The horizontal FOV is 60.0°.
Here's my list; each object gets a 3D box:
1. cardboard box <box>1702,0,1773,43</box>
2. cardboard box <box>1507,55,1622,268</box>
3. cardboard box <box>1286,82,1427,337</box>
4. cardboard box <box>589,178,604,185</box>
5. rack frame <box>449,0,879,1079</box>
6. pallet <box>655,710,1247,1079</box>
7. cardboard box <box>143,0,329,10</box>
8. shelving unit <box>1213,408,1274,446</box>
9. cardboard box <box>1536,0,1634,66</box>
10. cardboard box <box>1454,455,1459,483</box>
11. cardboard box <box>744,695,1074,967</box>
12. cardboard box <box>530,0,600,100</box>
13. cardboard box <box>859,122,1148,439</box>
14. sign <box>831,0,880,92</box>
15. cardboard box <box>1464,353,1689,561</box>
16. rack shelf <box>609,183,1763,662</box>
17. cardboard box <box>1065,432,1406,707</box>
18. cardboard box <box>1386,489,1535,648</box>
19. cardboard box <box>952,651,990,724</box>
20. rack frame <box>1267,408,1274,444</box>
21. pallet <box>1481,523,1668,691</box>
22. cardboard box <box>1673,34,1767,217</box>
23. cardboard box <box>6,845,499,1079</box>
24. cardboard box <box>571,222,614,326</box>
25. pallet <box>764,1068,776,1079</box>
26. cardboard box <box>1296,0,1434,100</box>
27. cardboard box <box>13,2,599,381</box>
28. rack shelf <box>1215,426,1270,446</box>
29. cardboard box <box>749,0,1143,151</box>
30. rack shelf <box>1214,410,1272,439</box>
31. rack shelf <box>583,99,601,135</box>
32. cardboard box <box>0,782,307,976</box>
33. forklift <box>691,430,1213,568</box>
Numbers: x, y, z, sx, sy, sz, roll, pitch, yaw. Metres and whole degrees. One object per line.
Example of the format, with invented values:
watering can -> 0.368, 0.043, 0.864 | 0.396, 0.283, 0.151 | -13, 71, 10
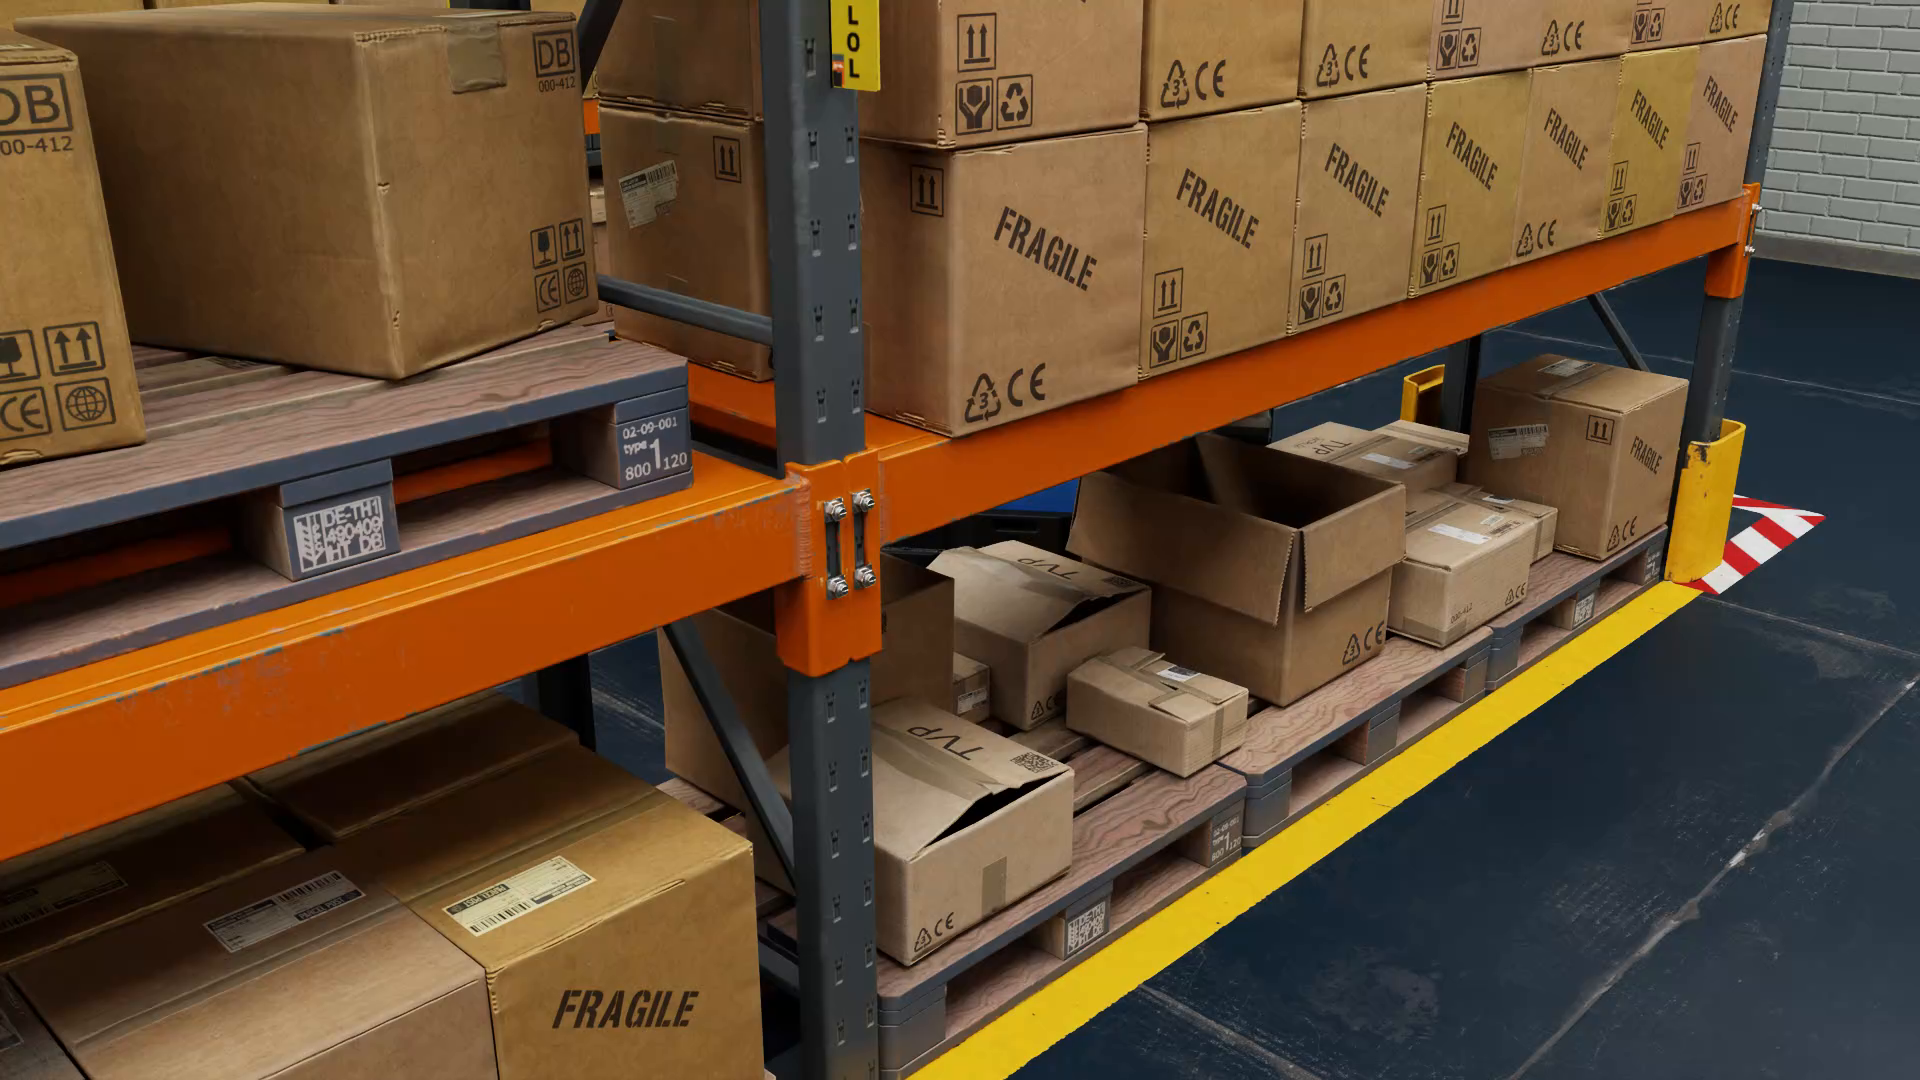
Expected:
cardboard box -> 2.122, -1.782, 4.997 | 0.500, 0.500, 0.500 | 19, 28, 40
cardboard box -> 1.406, -1.054, 4.497 | 0.500, 0.500, 0.500 | 20, 28, 41
cardboard box -> 0.701, -0.794, 3.820 | 0.500, 0.500, 0.500 | 19, 28, 40
cardboard box -> -1.692, -1.739, 8.414 | 0.380, 0.149, 0.250 | 19, 28, 40
rack frame -> -0.555, -0.424, 2.996 | 1.000, 3.000, 0.127 | 19, 28, 41
pallet -> -0.075, 0.702, 3.955 | 1.003, 0.211, 1.213 | 19, 28, 41
cardboard box -> -3.204, -2.124, 7.003 | 0.980, 0.700, 0.700 | 18, 28, 39
shelving unit -> 1.032, -0.480, 6.069 | 0.210, 0.900, 0.258 | 3, 21, 7
cardboard box -> 1.412, -1.518, 4.309 | 0.500, 0.500, 0.500 | -19, 28, -41
cardboard box -> 1.522, -0.249, 5.877 | 0.380, 0.166, 0.250 | 19, 28, 41
cardboard box -> -0.107, 0.572, 3.540 | 0.500, 0.311, 0.500 | 19, 28, 41
cardboard box -> -2.165, -2.508, 7.999 | 0.980, 0.700, 0.700 | 19, 28, 40
cardboard box -> -0.004, -0.533, 3.142 | 0.500, 0.500, 0.500 | -19, 28, -41
sign -> -0.155, -0.826, 2.430 | 0.100, 0.325, 0.005 | 19, 28, 41
cardboard box -> 2.032, -0.289, 5.517 | 0.500, 0.500, 0.500 | 19, 28, 41
rack shelf -> 0.840, -0.602, 4.463 | 1.077, 0.370, 4.000 | 19, 28, 41
cardboard box -> 0.752, 0.052, 4.625 | 0.797, 0.503, 0.637 | 19, 28, 41
cardboard box -> 1.348, 0.064, 4.946 | 0.500, 0.250, 0.500 | 19, 28, 41
cardboard box -> -0.142, 0.373, 4.285 | 0.380, 0.149, 0.250 | 19, 28, 41
rack frame -> 1.132, -0.475, 6.056 | 0.006, 0.900, 0.240 | 3, 21, 7
pallet -> 1.627, 0.074, 5.587 | 1.003, 0.211, 1.213 | 19, 28, 41
cardboard box -> 2.118, -1.315, 5.177 | 0.500, 0.500, 0.500 | -19, 28, -40
cardboard box -> -1.045, 0.861, 2.524 | 0.500, 0.500, 0.500 | 19, 28, 41
cardboard box -> -2.082, -1.387, 8.400 | 0.700, 0.500, 0.500 | 19, 28, 40
pallet -> -1.096, 1.096, 2.928 | 1.003, 0.211, 1.213 | 19, 28, 41
cardboard box -> 0.694, -1.253, 3.620 | 0.500, 0.500, 0.500 | 18, 28, 39
cardboard box -> -1.046, -0.601, 2.732 | 0.700, 0.500, 0.500 | 9, 23, 23
rack shelf -> 1.032, -0.365, 6.113 | 0.200, 0.077, 0.258 | 3, 21, 7
cardboard box -> -0.025, -0.988, 2.931 | 0.500, 0.500, 0.500 | -19, 28, -41
rack shelf -> 1.032, -0.449, 6.081 | 0.200, 0.077, 0.258 | 3, 21, 7
rack shelf -> -2.712, -1.841, 7.686 | 1.077, 0.370, 4.000 | 19, 28, 41
cardboard box -> -1.431, 0.741, 2.837 | 0.500, 0.500, 0.500 | -20, 28, -41
forklift -> -0.618, -1.397, 5.624 | 3.031, 2.935, 1.130 | 3, 21, 7
